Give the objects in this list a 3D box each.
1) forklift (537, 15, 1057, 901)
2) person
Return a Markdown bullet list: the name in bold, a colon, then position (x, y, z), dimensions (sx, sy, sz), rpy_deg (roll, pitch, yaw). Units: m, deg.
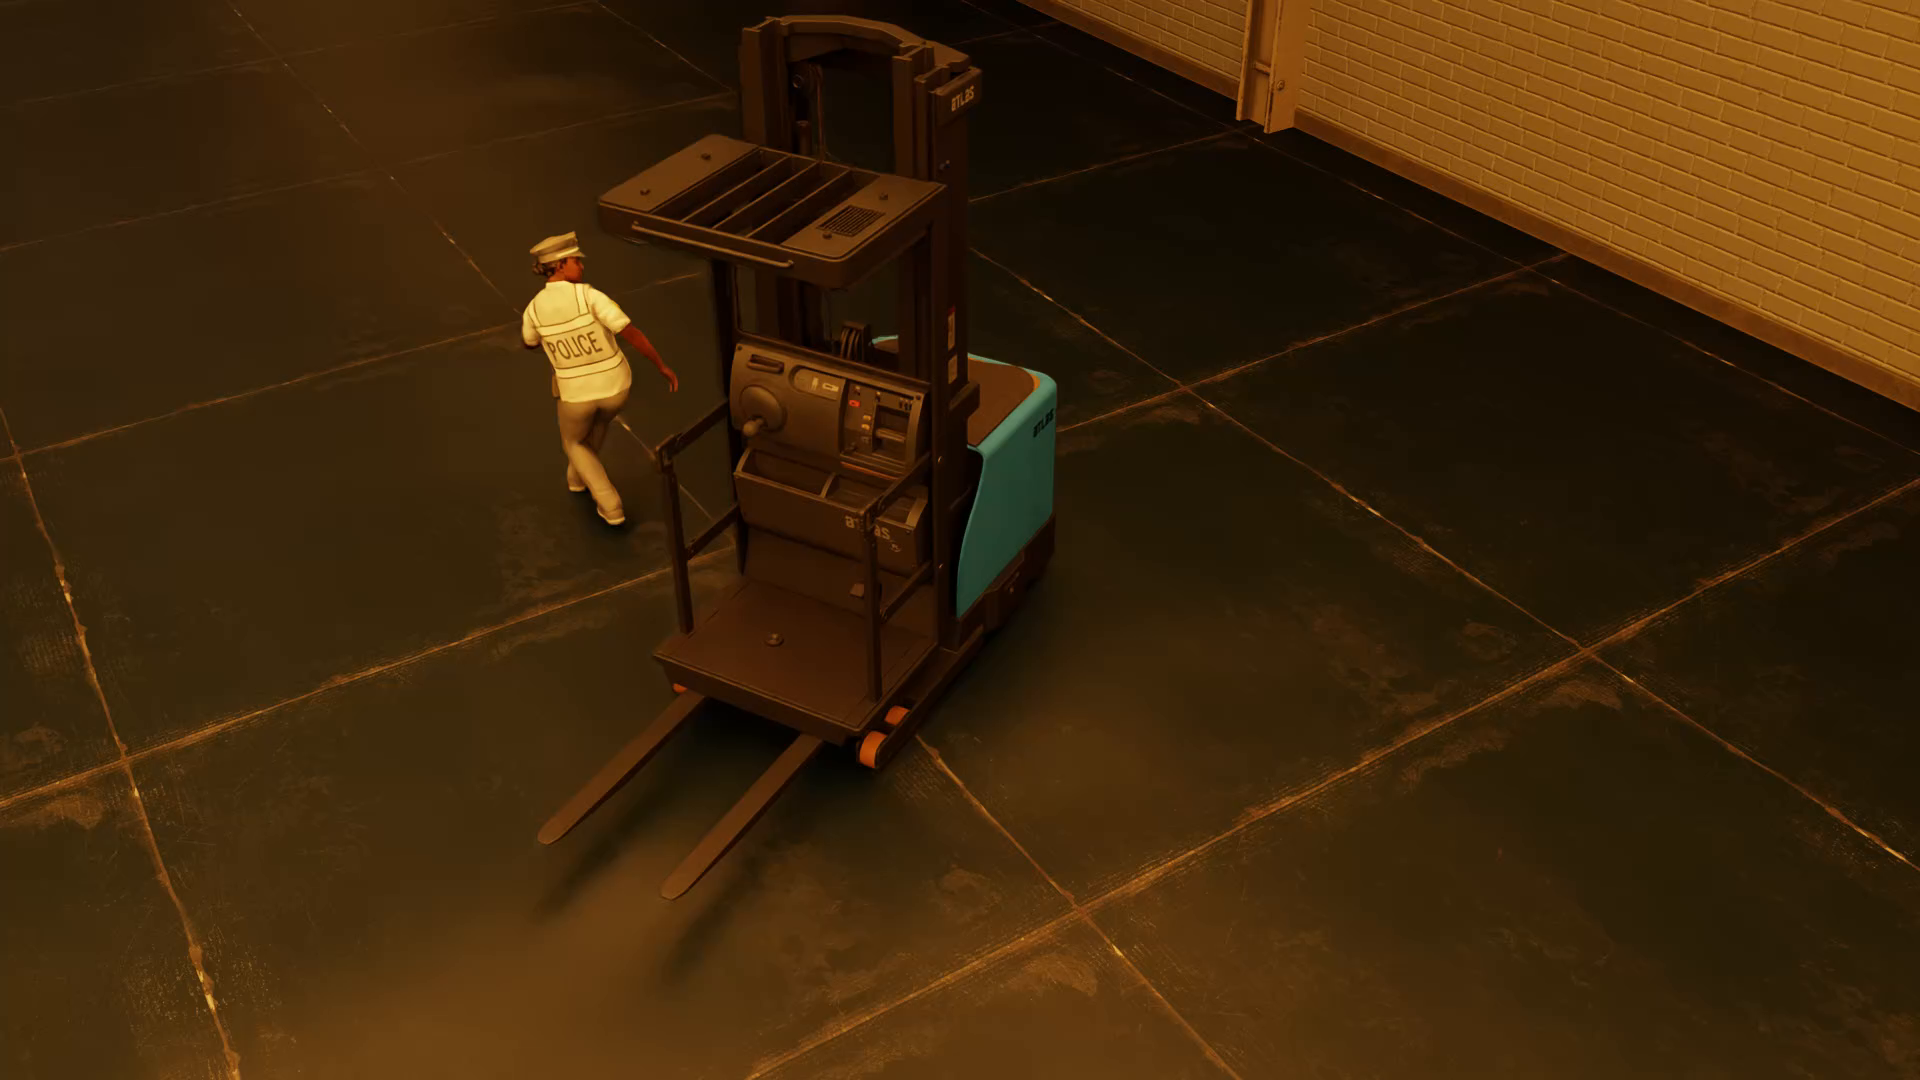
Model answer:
- **forklift**: position (-0.668, -0.496, 6.854), dimensions (1.130, 2.935, 3.031), rpy_deg (17, 39, 23)
- **person**: position (-1.865, -0.873, 8.623), dimensions (0.725, 1.562, 0.794), rpy_deg (-10, 36, -14)
